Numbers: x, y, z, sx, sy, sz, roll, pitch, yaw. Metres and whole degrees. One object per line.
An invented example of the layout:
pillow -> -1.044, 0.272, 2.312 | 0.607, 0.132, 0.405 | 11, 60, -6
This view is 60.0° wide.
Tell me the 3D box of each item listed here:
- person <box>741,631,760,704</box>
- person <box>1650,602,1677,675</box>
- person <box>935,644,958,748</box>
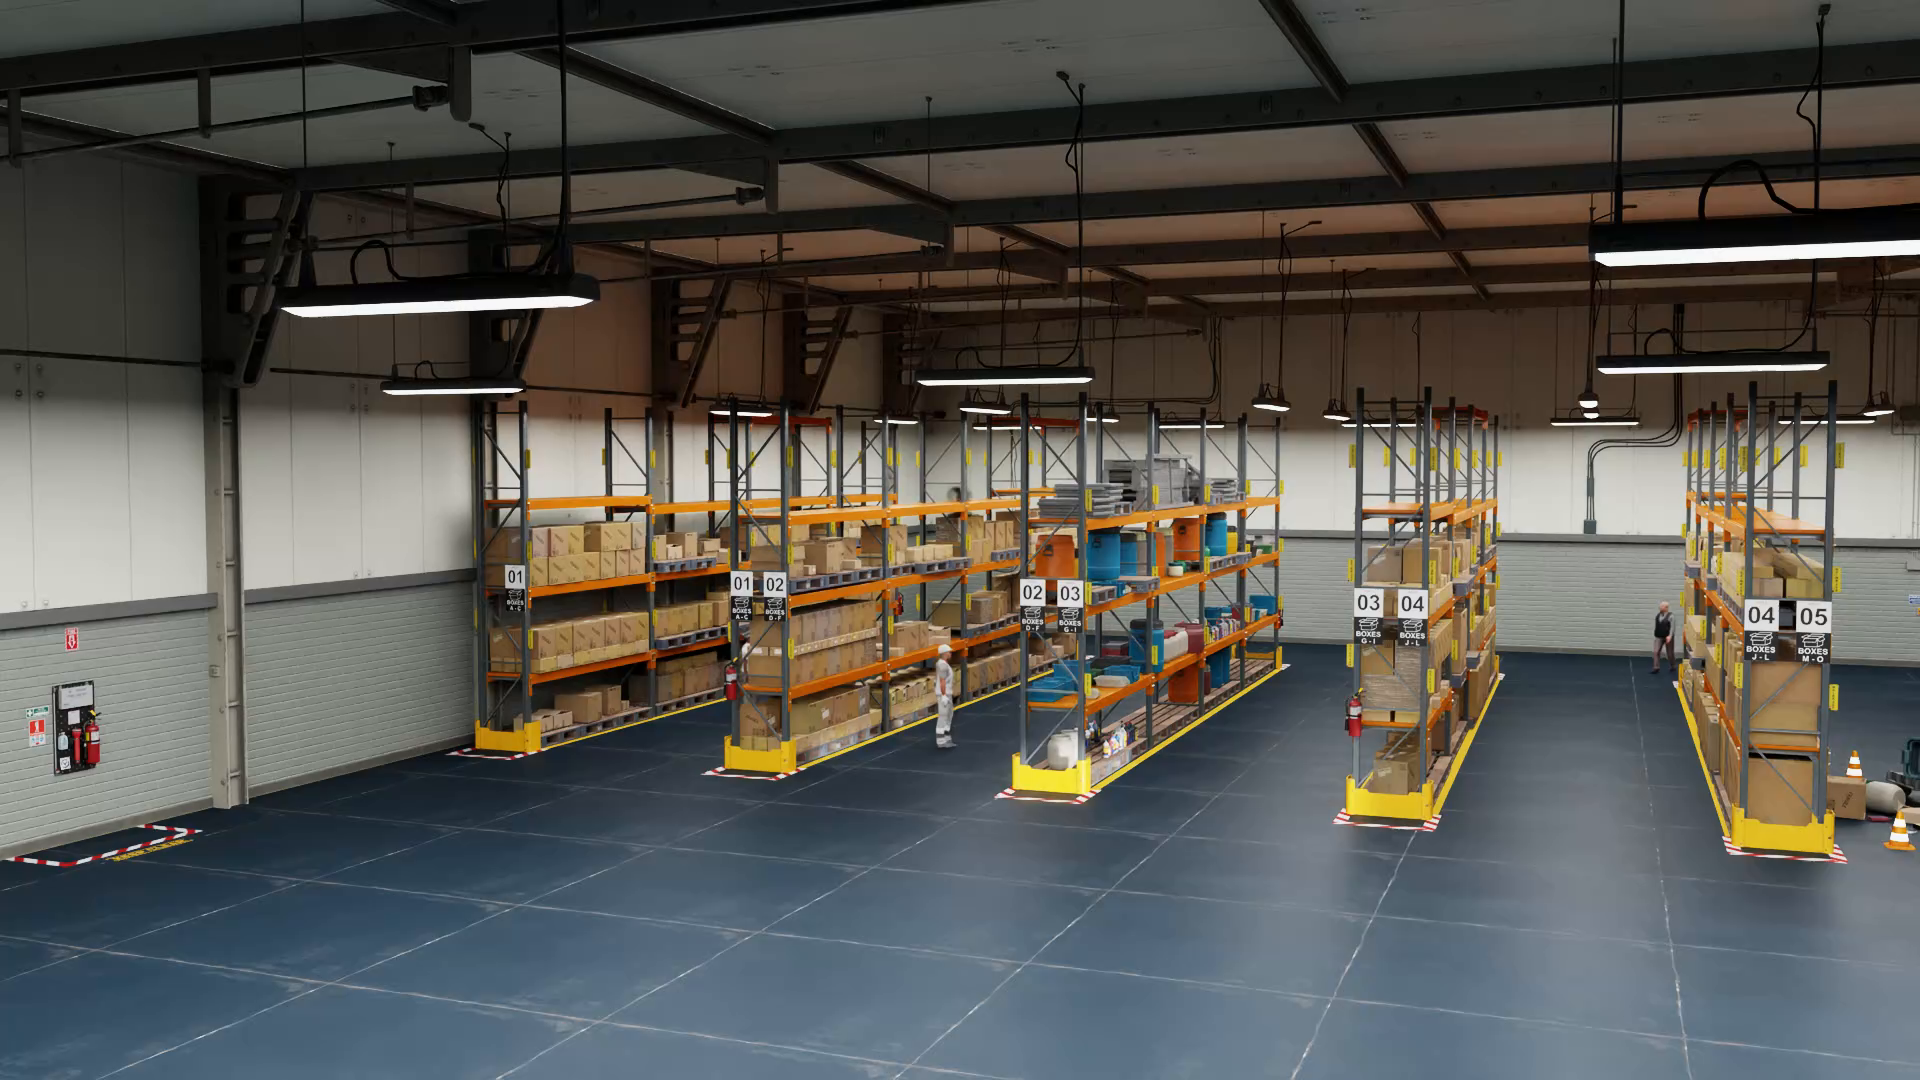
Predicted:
person -> -4.066, 2.634, 32.295 | 0.355, 1.775, 0.505 | 1, 3, 25
person -> 16.378, 2.284, 38.645 | 0.531, 1.682, 1.018 | 2, 4, 42
person -> -0.231, 2.722, 28.851 | 0.407, 1.829, 0.614 | 0, 3, 1
